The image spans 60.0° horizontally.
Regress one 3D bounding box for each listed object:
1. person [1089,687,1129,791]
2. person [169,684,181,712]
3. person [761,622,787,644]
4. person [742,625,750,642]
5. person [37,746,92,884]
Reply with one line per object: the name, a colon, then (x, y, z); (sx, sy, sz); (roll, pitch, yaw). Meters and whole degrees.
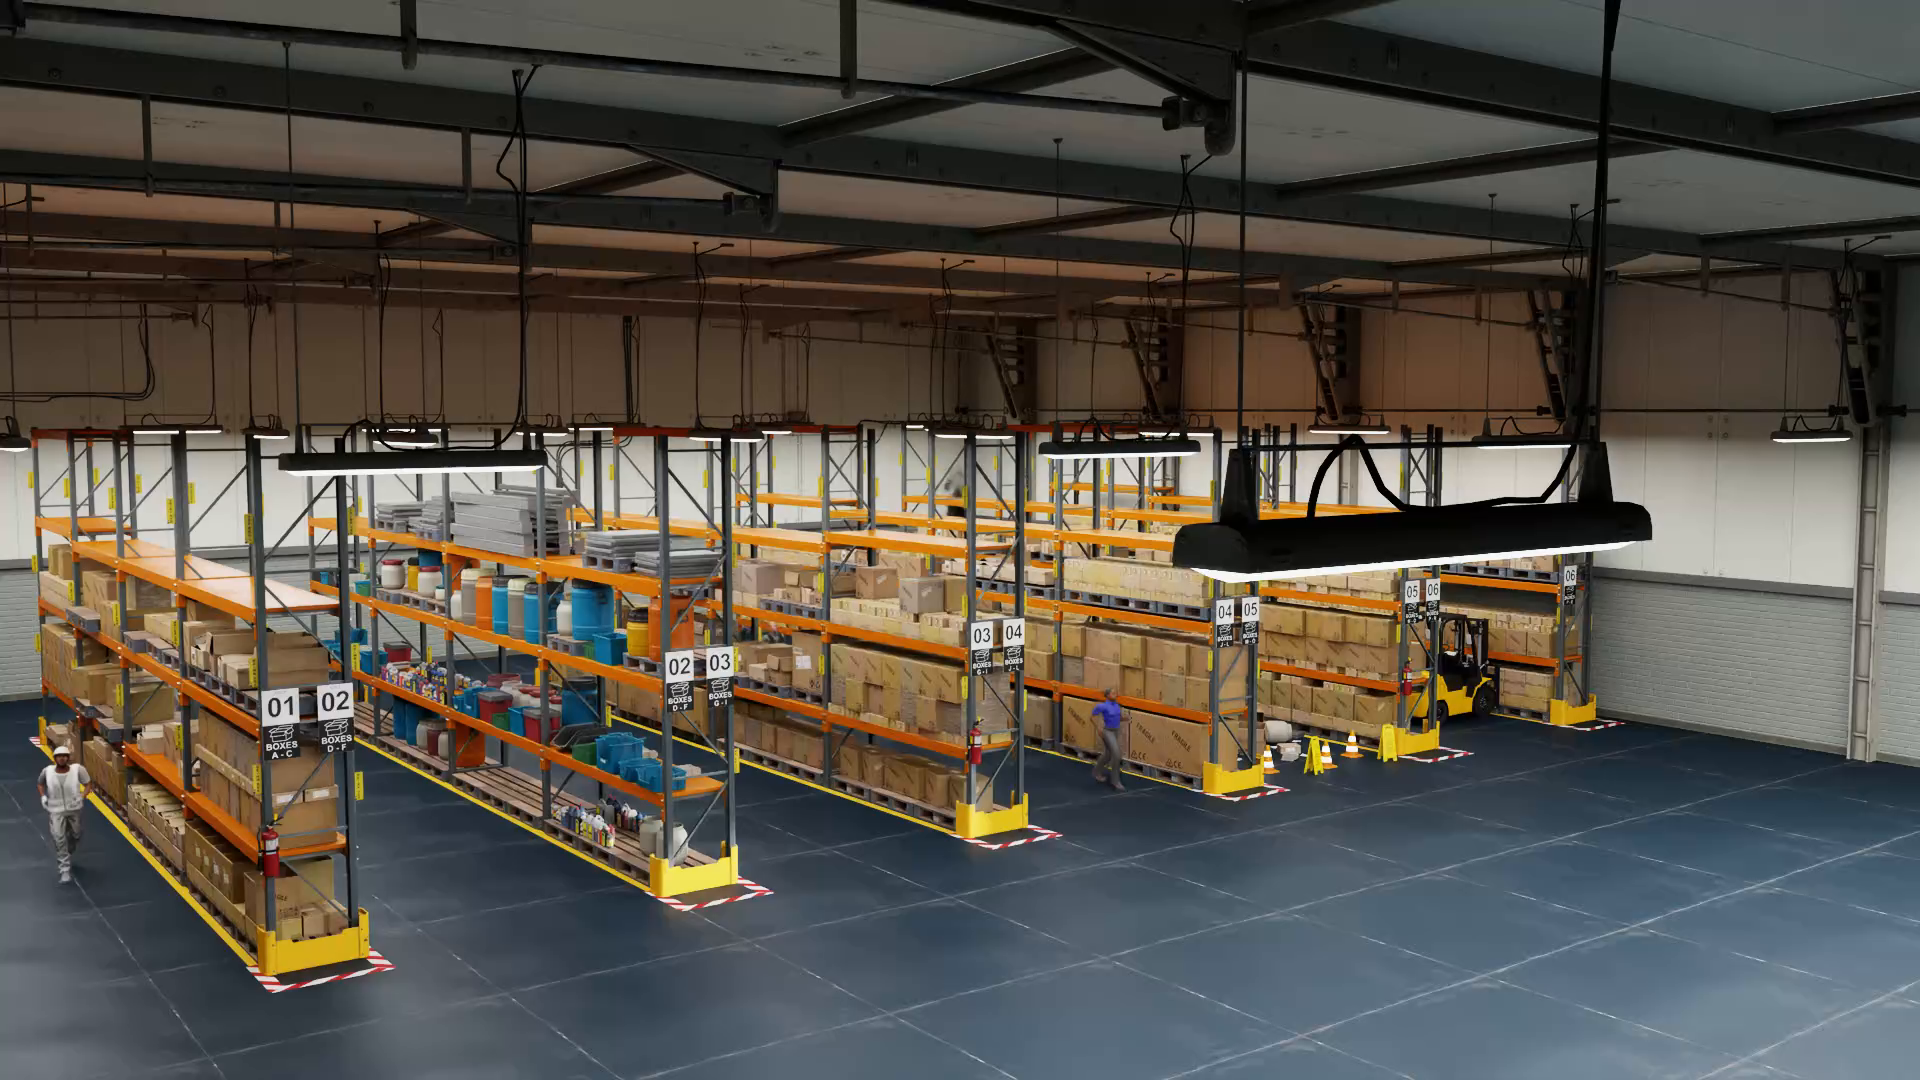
person: (2.503, 3.314, 27.909); (0.781, 1.717, 0.550); (3, 6, 36)
person: (-15.768, 2.929, 32.953); (0.721, 1.674, 0.657); (1, 5, 7)
person: (-4.070, 2.628, 36.524); (0.707, 1.678, 0.609); (-3, 5, -34)
person: (-5.409, 2.177, 41.552); (0.547, 1.474, 0.780); (4, 6, 45)
person: (-12.197, 3.685, 22.678); (0.636, 1.773, 1.123); (-3, 5, -32)
